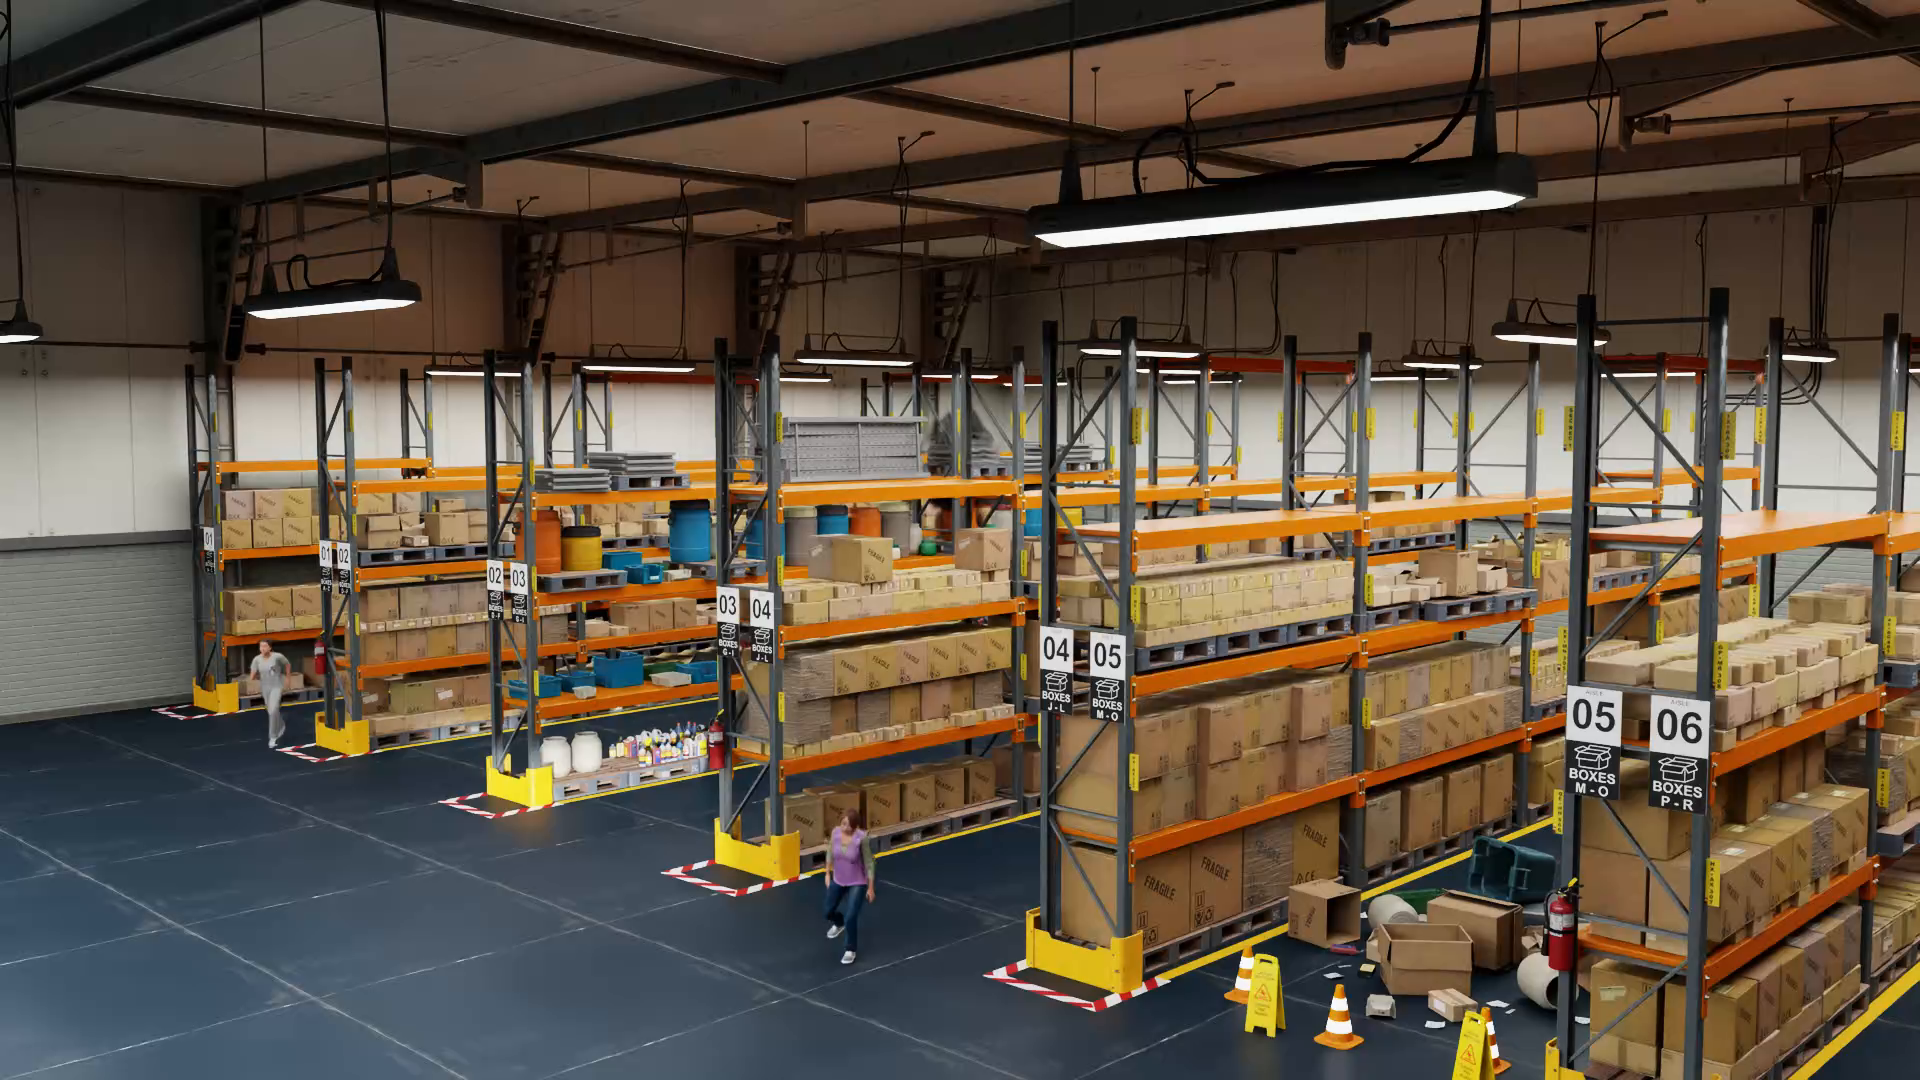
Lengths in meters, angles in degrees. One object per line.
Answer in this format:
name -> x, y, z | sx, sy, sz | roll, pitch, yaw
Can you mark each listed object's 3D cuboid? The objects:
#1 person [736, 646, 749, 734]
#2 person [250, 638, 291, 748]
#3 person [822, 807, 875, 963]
person -> -3.547, 2.296, 26.519 | 0.671, 1.711, 0.974 | 4, 6, 43
person -> -10.736, 2.357, 25.910 | 0.505, 1.698, 1.002 | 0, 4, 1
person -> -1.058, 3.211, 15.679 | 0.666, 1.490, 0.683 | 2, 5, 21
